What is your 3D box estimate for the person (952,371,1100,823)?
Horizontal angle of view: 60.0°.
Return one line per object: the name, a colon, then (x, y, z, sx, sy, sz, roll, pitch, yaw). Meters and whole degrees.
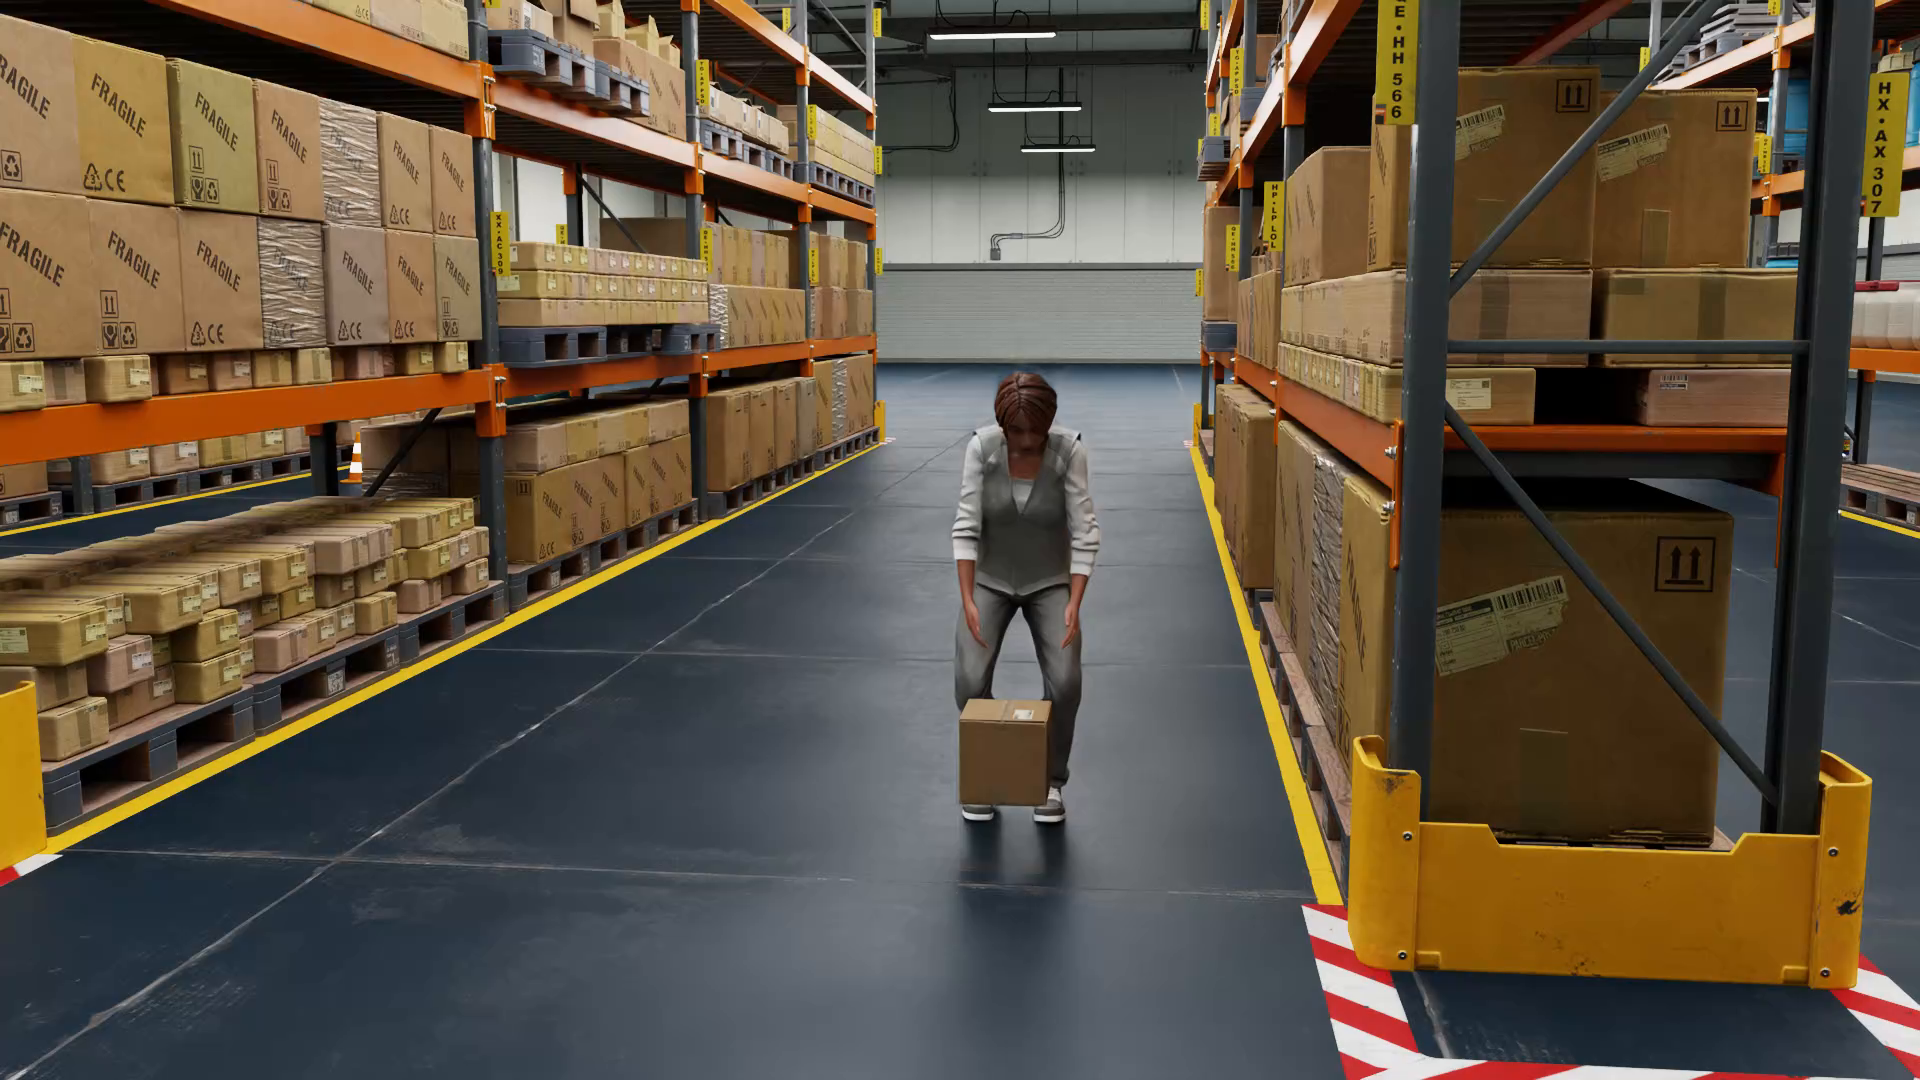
person: (0.210, 0.188, 5.209, 0.456, 1.408, 0.560, 1, 8, 7)
